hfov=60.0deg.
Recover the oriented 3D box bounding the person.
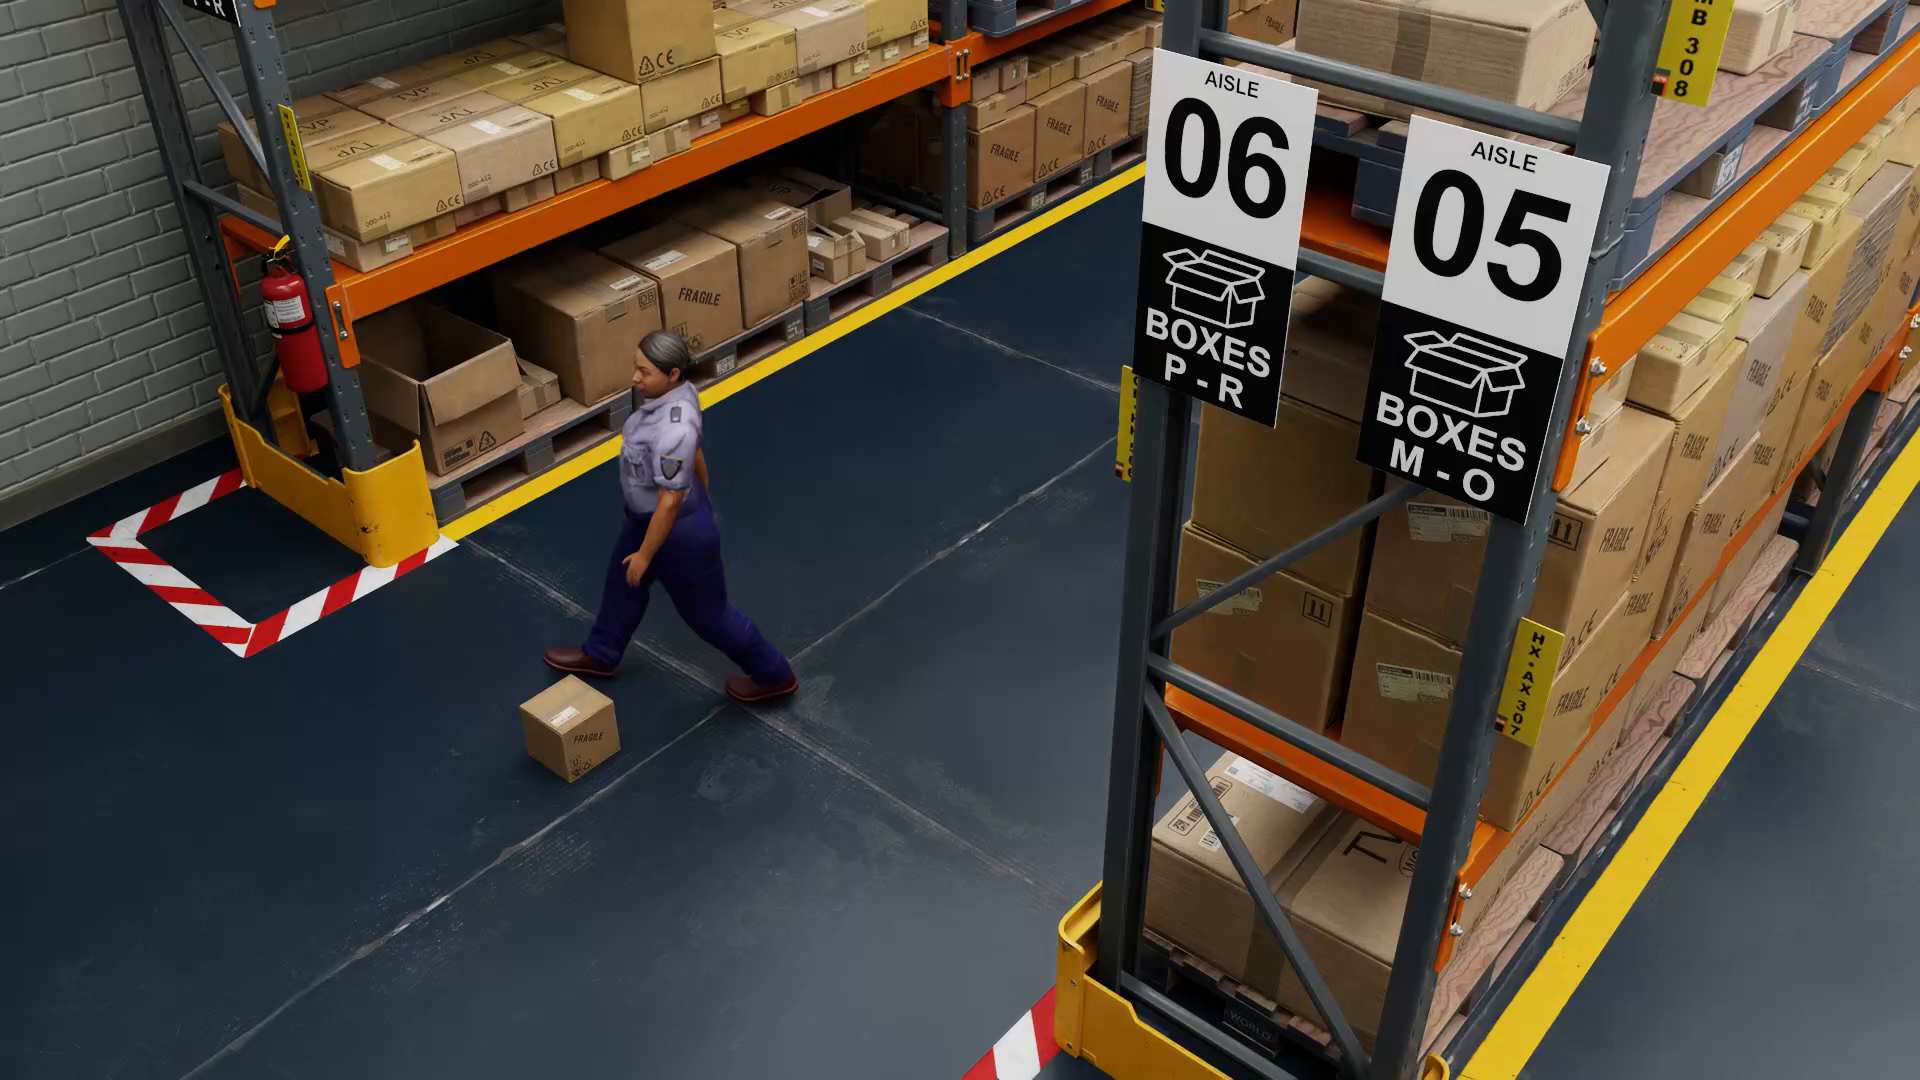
[{"bbox_3d":[-1.166,-0.052,6.260,0.999,1.587,0.503,-7,36,-10],"label":"person"}]
